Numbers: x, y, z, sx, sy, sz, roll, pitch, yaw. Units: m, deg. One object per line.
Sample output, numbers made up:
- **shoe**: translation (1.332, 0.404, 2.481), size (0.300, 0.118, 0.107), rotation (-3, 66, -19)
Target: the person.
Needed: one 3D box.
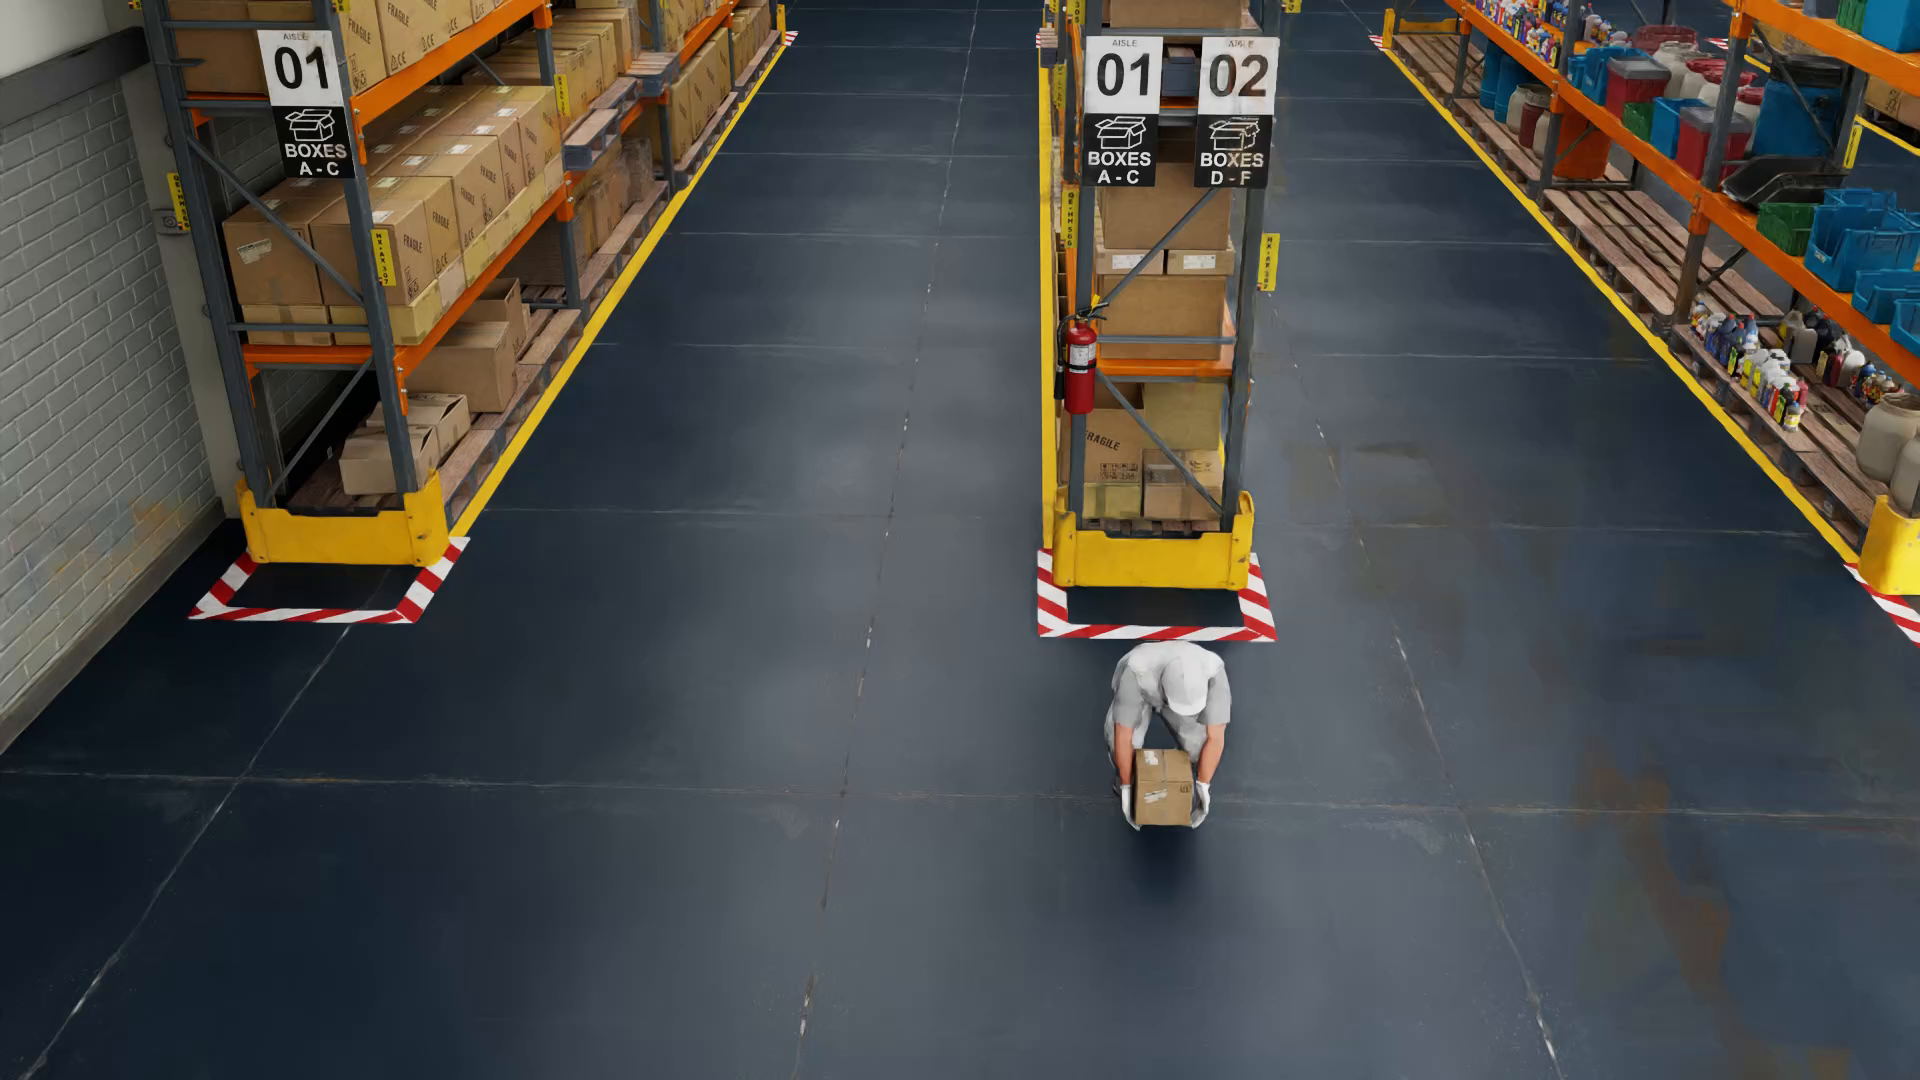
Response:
- **person**: translation (0.975, 0.830, 7.872), size (0.573, 0.998, 0.881), rotation (1, 28, 2)
